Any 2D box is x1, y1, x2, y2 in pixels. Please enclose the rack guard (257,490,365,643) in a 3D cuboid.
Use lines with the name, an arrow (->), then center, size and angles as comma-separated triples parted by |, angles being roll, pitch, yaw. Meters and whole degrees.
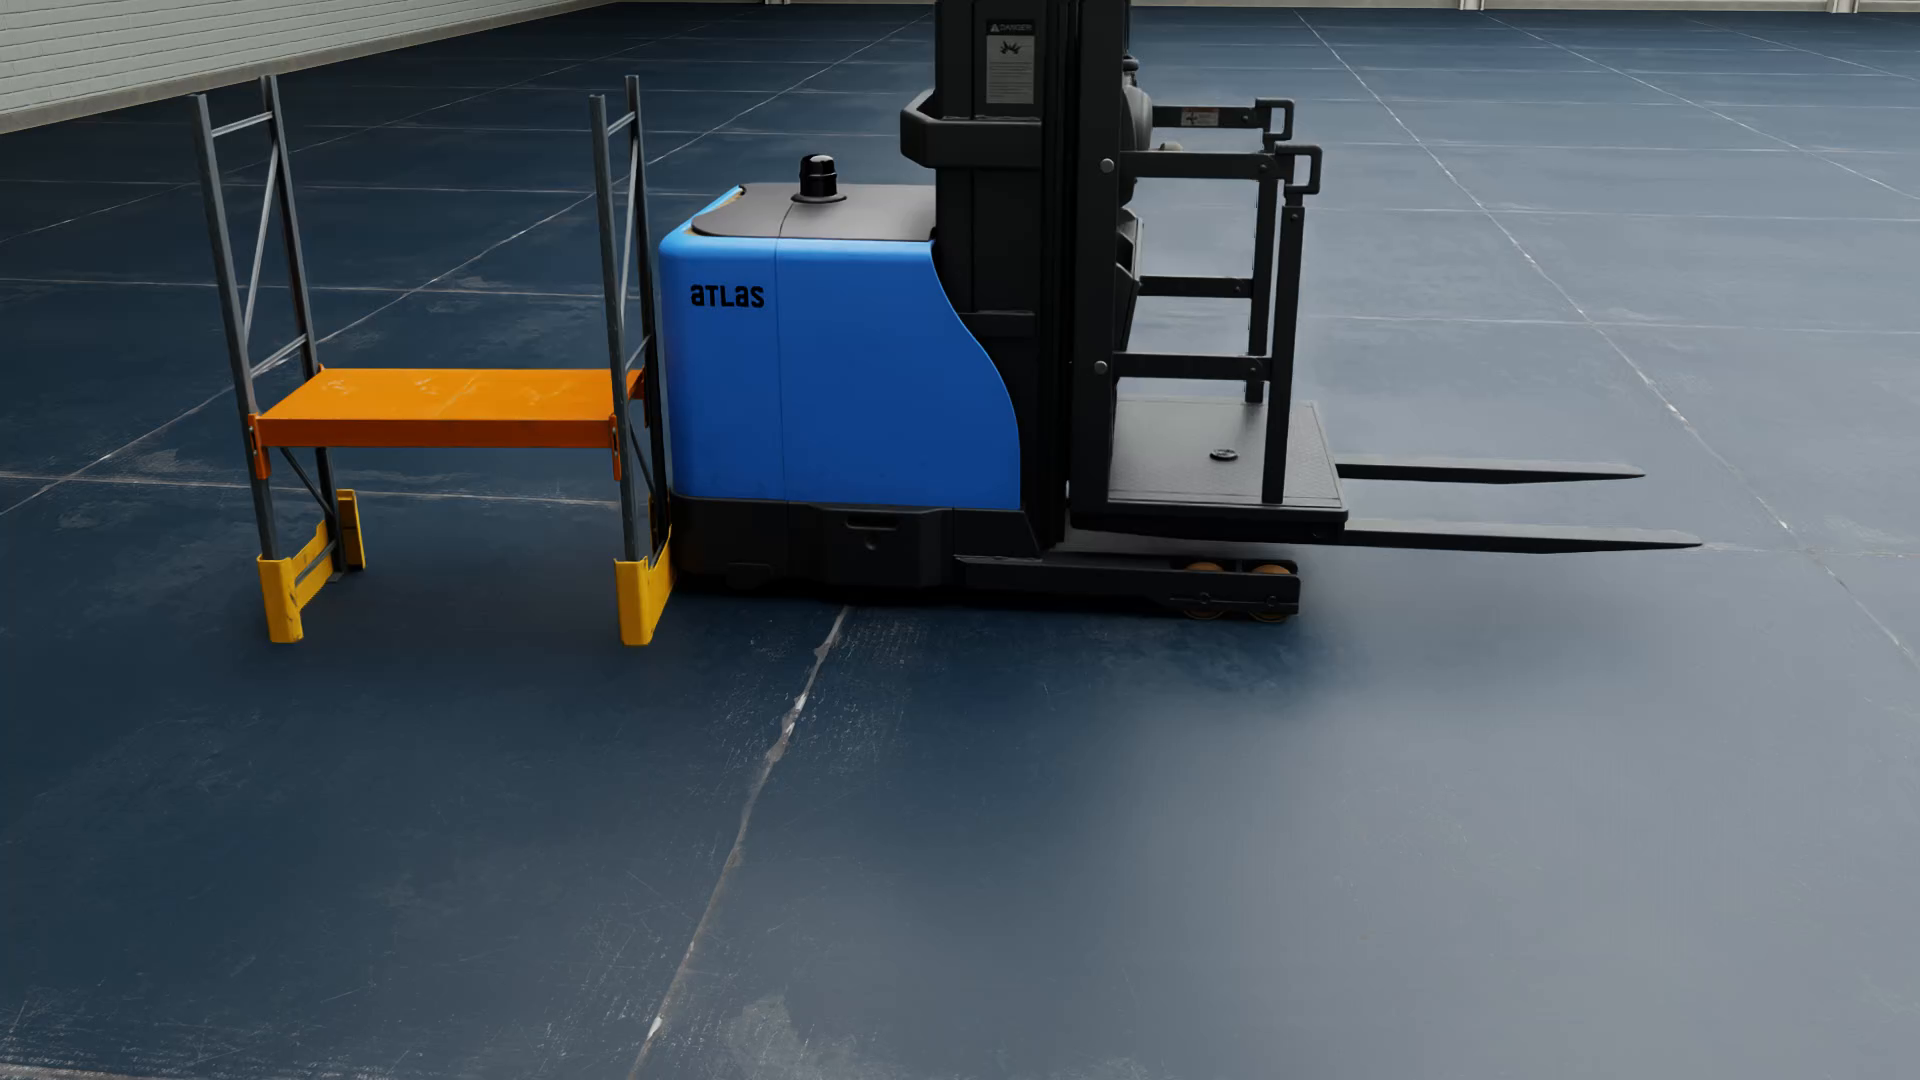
rack guard -> -1.914, 0.068, 4.928 | 0.087, 0.250, 0.587 | 0, 22, 1

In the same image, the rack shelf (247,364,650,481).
rack shelf -> -1.425, -0.344, 4.760 | 1.000, 0.185, 0.538 | 0, 22, 1

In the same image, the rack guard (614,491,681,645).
rack guard -> -0.918, 0.072, 4.919 | 0.087, 0.250, 0.587 | 0, 22, 1

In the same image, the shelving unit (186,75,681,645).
shelving unit -> -1.416, -0.511, 4.693 | 1.083, 1.500, 0.587 | 0, 22, 1

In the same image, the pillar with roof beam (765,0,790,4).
pillar with roof beam -> -3.749, -12.157, 23.950 | 0.400, 9.000, 9.100 | 2, 22, 6

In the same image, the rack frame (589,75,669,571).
rack frame -> -0.916, -0.510, 4.689 | 0.032, 1.500, 0.500 | 0, 22, 1

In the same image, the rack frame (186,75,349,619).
rack frame -> -1.933, -0.513, 4.698 | 0.032, 1.500, 0.500 | 0, 22, 1

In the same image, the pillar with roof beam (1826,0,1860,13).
pillar with roof beam -> 14.125, -11.378, 21.980 | 0.400, 9.000, 9.100 | 2, 22, 6

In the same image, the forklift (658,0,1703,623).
forklift -> 0.680, -1.328, 4.812 | 3.031, 2.935, 1.130 | 2, 22, 6

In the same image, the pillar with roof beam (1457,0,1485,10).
pillar with roof beam -> 8.167, -11.638, 22.637 | 0.400, 9.000, 9.100 | 2, 22, 6
